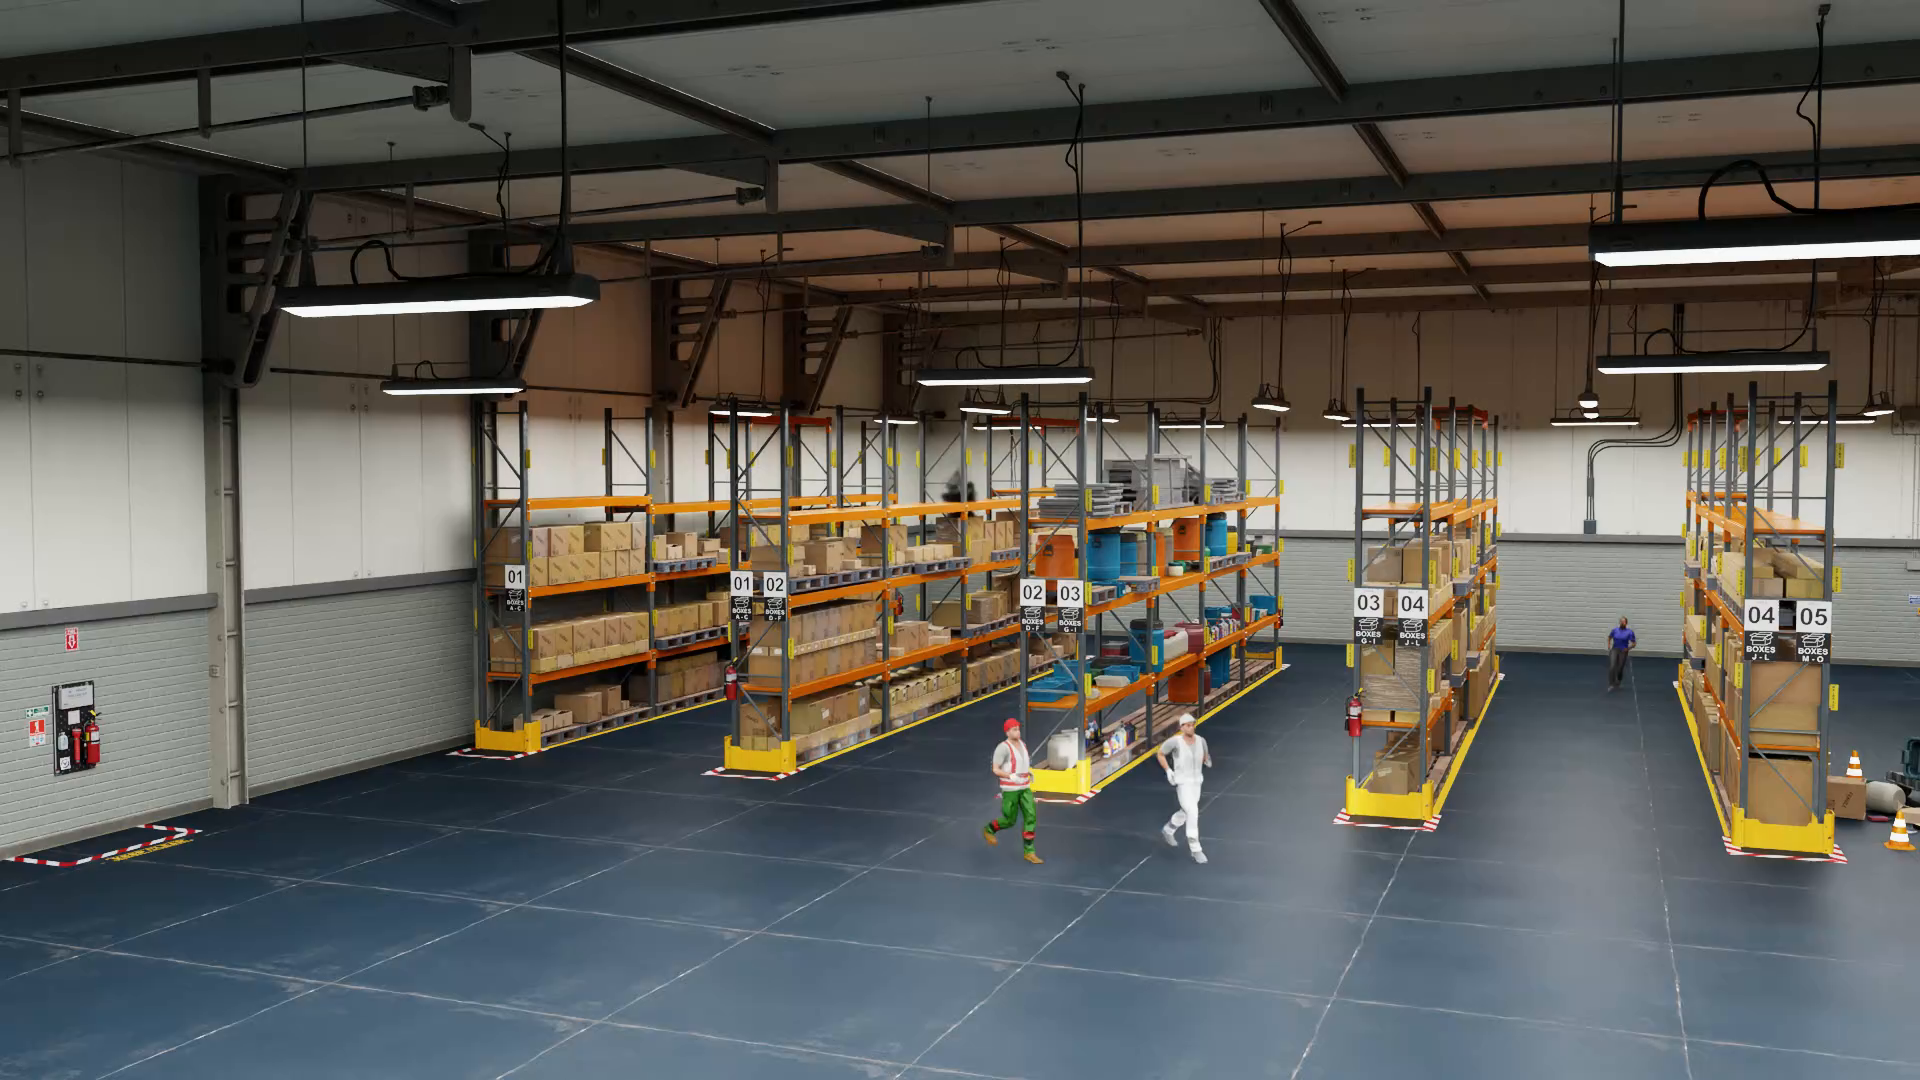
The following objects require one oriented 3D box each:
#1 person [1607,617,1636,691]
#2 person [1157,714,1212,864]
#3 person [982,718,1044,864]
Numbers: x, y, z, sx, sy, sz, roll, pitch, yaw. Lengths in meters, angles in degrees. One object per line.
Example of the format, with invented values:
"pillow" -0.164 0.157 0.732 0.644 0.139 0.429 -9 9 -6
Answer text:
"person" 14.317 2.467 36.020 0.613 1.606 0.595 2 3 36
"person" 2.876 3.081 20.933 0.633 1.804 0.898 -2 3 -31
"person" 0.684 3.111 20.802 0.671 1.774 0.957 -3 4 -43
